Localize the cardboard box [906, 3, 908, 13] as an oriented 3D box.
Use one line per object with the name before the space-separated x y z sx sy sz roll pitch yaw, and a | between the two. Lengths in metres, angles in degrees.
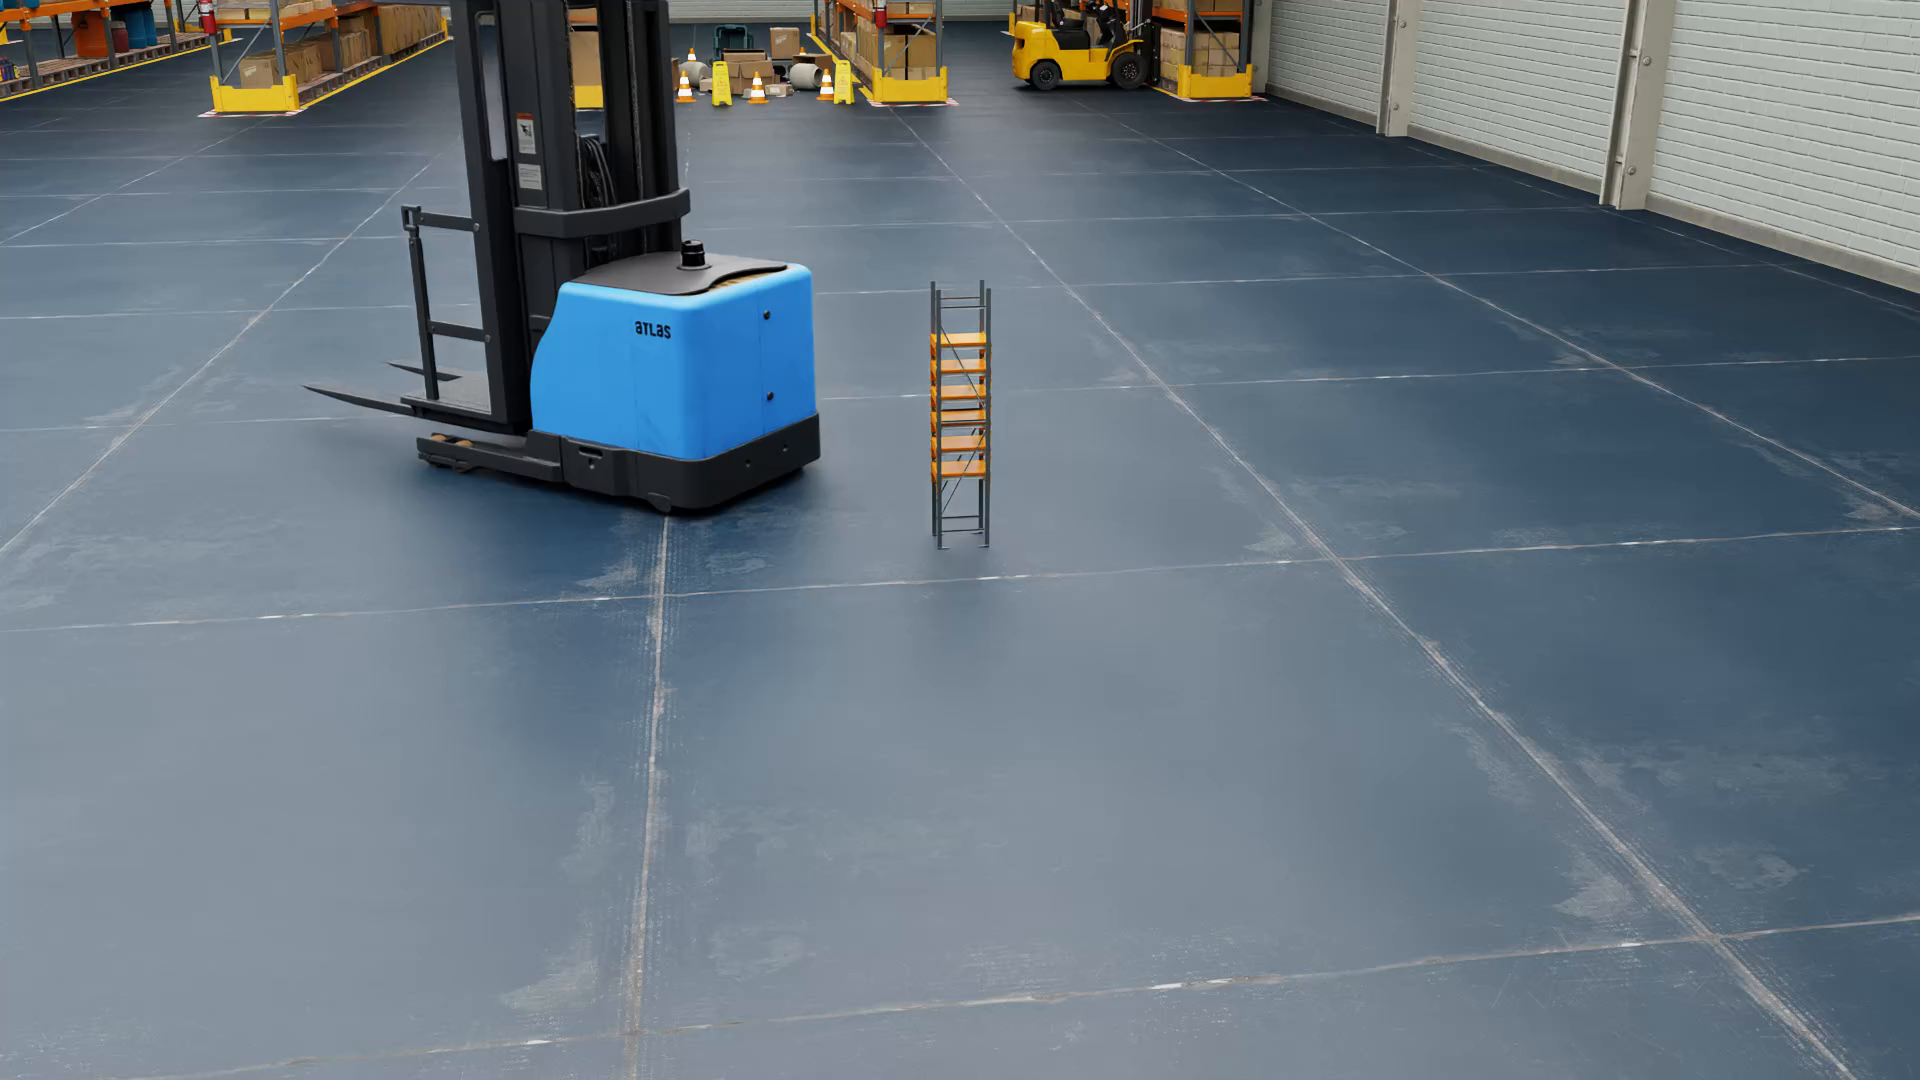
cardboard box | -0.677 -8.468 26.461 0.380 0.149 0.250 -3 21 -7

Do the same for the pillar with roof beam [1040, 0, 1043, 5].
pillar with roof beam | -1.934 -17.735 42.338 9.100 9.000 0.400 -3 21 -8

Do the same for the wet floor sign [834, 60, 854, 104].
wet floor sign | -1.814 -7.148 25.933 0.267 0.644 0.232 4 21 11

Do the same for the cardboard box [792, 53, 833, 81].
cardboard box | -2.551 -8.146 28.810 0.500 0.500 0.500 12 24 29

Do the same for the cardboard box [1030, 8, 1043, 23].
cardboard box | 2.052 -12.314 39.372 0.700 0.500 0.500 -4 21 -10

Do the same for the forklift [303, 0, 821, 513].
forklift | -2.257 -1.868 8.529 3.031 2.935 1.130 12 24 29

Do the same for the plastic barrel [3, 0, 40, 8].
plastic barrel | -15.822 -9.390 27.854 0.600 0.901 0.708 -3 21 -8

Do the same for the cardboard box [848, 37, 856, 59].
cardboard box | -1.646 -9.392 31.732 0.950 0.372 0.625 -2 21 -6

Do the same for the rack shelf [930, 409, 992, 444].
rack shelf | 0.002 -0.515 7.508 0.258 0.103 0.180 -3 21 -8

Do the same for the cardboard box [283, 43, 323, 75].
cardboard box | -11.147 -8.141 28.199 0.500 0.500 0.500 -4 21 -9

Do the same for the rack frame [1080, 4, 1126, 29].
rack frame | 2.976 -11.392 33.931 1.000 3.000 0.127 -3 21 -8

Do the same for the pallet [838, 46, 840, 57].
pallet | -1.974 -10.111 34.487 1.003 0.211 1.213 -3 21 -8

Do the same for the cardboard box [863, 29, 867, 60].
cardboard box | -1.379 -8.434 28.267 0.500 0.500 0.500 -2 21 -5

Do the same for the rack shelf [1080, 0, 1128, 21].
rack shelf | 3.264 -10.363 32.203 1.077 0.370 4.000 -3 21 -8

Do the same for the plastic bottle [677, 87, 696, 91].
plastic bottle | -4.575 -7.543 27.825 0.283 0.061 0.133 -11 23 -26

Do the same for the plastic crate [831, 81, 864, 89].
plastic crate | -1.944 -7.803 28.494 0.402 0.080 0.583 -11 23 -26

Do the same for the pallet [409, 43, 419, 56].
pallet | -12.133 -10.456 35.410 1.003 0.211 1.213 -3 21 -8

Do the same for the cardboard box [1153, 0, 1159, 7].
cardboard box | 3.575 -9.358 28.340 0.500 0.500 0.500 -3 21 -7

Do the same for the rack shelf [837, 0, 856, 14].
rack shelf | -1.647 -10.111 31.530 1.077 0.370 4.000 -3 21 -8

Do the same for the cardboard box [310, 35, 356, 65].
cardboard box | -11.364 -8.865 30.107 0.700 0.500 0.500 -5 21 -12

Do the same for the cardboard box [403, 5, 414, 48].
cardboard box | -12.077 -10.697 34.507 1.225 0.875 0.875 -4 21 -10

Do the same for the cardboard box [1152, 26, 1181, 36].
cardboard box | 3.527 -8.670 28.543 0.500 0.250 0.500 -3 21 -9

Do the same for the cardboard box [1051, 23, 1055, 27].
cardboard box | 2.333 -11.440 37.032 0.500 0.500 0.500 -3 21 -8

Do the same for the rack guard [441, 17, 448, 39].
rack guard | -12.898 -12.248 39.795 1.175 0.500 0.348 -3 21 -8

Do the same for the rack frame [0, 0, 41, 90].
rack frame | -16.066 -9.006 27.543 1.000 3.000 0.127 -3 21 -8

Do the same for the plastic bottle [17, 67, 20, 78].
plastic bottle | -15.706 -7.792 27.661 0.097 0.201 0.097 0 20 0

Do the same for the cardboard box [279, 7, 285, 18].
cardboard box | -10.411 -7.952 25.078 0.380 0.149 0.250 -3 21 -8

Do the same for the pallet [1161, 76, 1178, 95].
pallet | 3.977 -7.579 27.707 1.003 0.211 1.213 -3 21 -8

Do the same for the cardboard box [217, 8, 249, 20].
cardboard box | -10.834 -7.842 24.784 0.380 0.149 0.250 -3 21 -8

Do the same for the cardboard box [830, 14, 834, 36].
cardboard box | -2.496 -11.745 37.937 0.875 0.438 0.875 -3 21 -9

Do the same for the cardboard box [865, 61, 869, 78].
cardboard box | -1.313 -7.907 27.928 0.500 0.250 0.500 -4 21 -10

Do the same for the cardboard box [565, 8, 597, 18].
cardboard box | -5.764 -8.283 25.391 0.875 0.550 0.550 -3 21 -8

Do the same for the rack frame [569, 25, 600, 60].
rack frame | -5.666 -8.086 25.080 1.000 3.000 0.127 -3 21 -8

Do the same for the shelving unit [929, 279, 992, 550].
shelving unit | 0.002 -0.557 7.493 0.258 1.200 0.189 -3 21 -8

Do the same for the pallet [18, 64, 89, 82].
pallet | -16.397 -8.393 29.887 1.003 0.211 1.213 -3 21 -8

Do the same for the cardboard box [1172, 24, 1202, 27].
cardboard box | 3.962 -8.873 29.088 0.500 0.250 0.500 -3 21 -7

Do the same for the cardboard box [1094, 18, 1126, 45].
cardboard box | 3.154 -10.034 33.089 0.875 0.625 0.625 -2 21 -6

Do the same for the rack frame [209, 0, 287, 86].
rack frame | -10.589 -7.871 24.503 1.000 3.000 0.127 -3 21 -8

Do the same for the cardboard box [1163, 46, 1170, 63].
cardboard box | 3.688 -8.092 27.711 0.500 0.250 0.500 -3 21 -8

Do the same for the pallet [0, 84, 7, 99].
pallet | -15.832 -7.042 26.269 1.003 0.211 1.213 -3 21 -8

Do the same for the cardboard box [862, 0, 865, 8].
cardboard box | -1.456 -9.070 28.071 0.380 0.149 0.250 -3 21 -7

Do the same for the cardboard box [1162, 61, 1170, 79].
cardboard box | 3.687 -7.851 27.778 0.500 0.250 0.500 -3 21 -8

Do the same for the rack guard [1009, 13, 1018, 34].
rack guard | 1.834 -12.965 41.714 1.175 0.500 0.348 -3 21 -8

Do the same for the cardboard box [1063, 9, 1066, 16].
cardboard box | 2.438 -11.520 36.319 0.380 0.149 0.250 -2 21 -6

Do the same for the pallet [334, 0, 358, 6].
pallet | -11.131 -9.438 28.973 1.003 0.211 1.213 -3 21 -8

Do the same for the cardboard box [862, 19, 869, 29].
cardboard box | -1.465 -8.785 28.280 0.380 0.149 0.250 -2 21 -5

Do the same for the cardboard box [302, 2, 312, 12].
cardboard box | -10.642 -8.559 26.703 0.380 0.149 0.250 -3 21 -8

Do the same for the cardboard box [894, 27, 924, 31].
cardboard box | -0.858 -8.472 28.370 0.500 0.500 0.500 -2 21 -5

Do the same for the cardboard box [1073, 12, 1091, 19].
cardboard box | 2.584 -10.973 34.854 0.380 0.149 0.250 -4 21 -11
